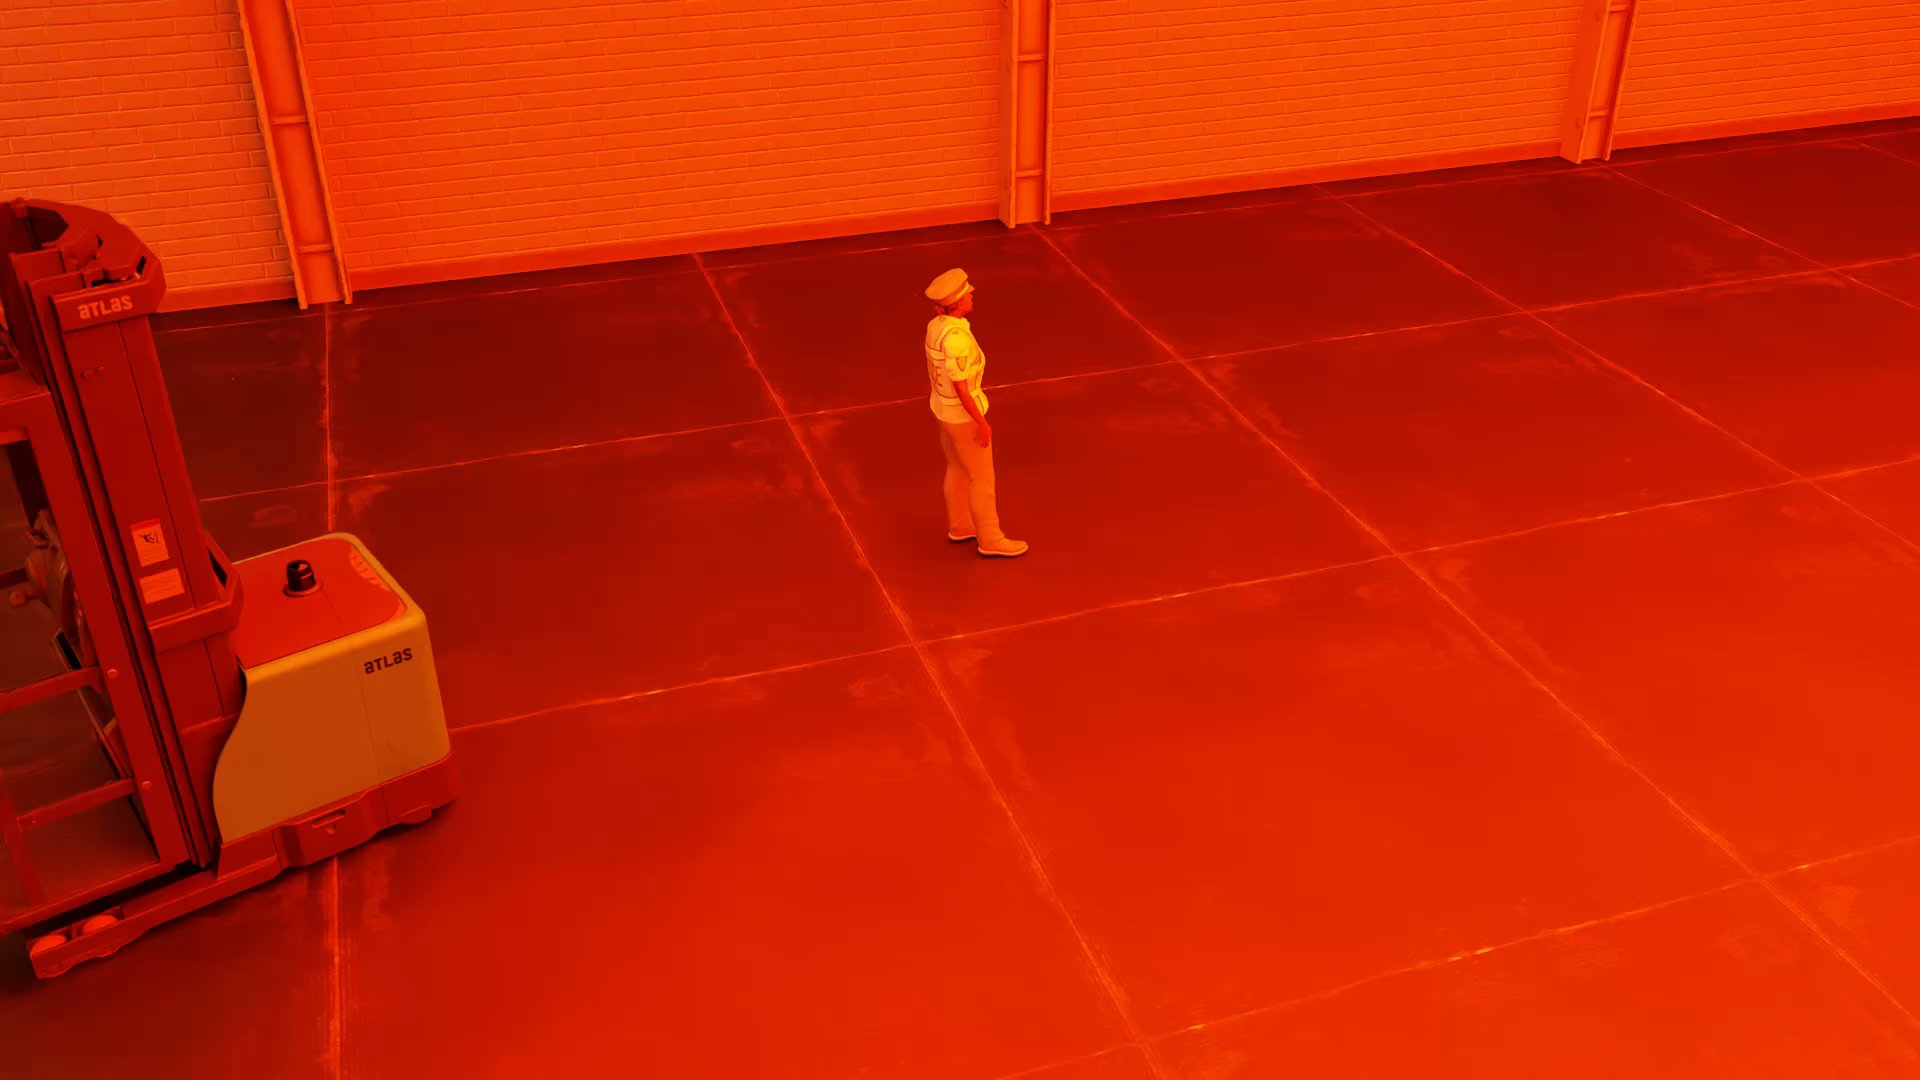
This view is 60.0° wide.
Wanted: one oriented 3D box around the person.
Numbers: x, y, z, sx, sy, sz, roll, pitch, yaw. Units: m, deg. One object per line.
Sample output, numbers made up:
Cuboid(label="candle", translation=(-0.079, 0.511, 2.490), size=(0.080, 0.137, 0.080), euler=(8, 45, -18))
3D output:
Cuboid(label="person", translation=(0.077, -0.743, 9.604), size=(0.530, 1.695, 0.569), euler=(-10, 31, -16))

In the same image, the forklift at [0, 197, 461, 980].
Cuboid(label="forklift", translation=(-3.829, 0.237, 6.675), size=(3.031, 2.935, 1.130), euler=(-21, 36, -32))
